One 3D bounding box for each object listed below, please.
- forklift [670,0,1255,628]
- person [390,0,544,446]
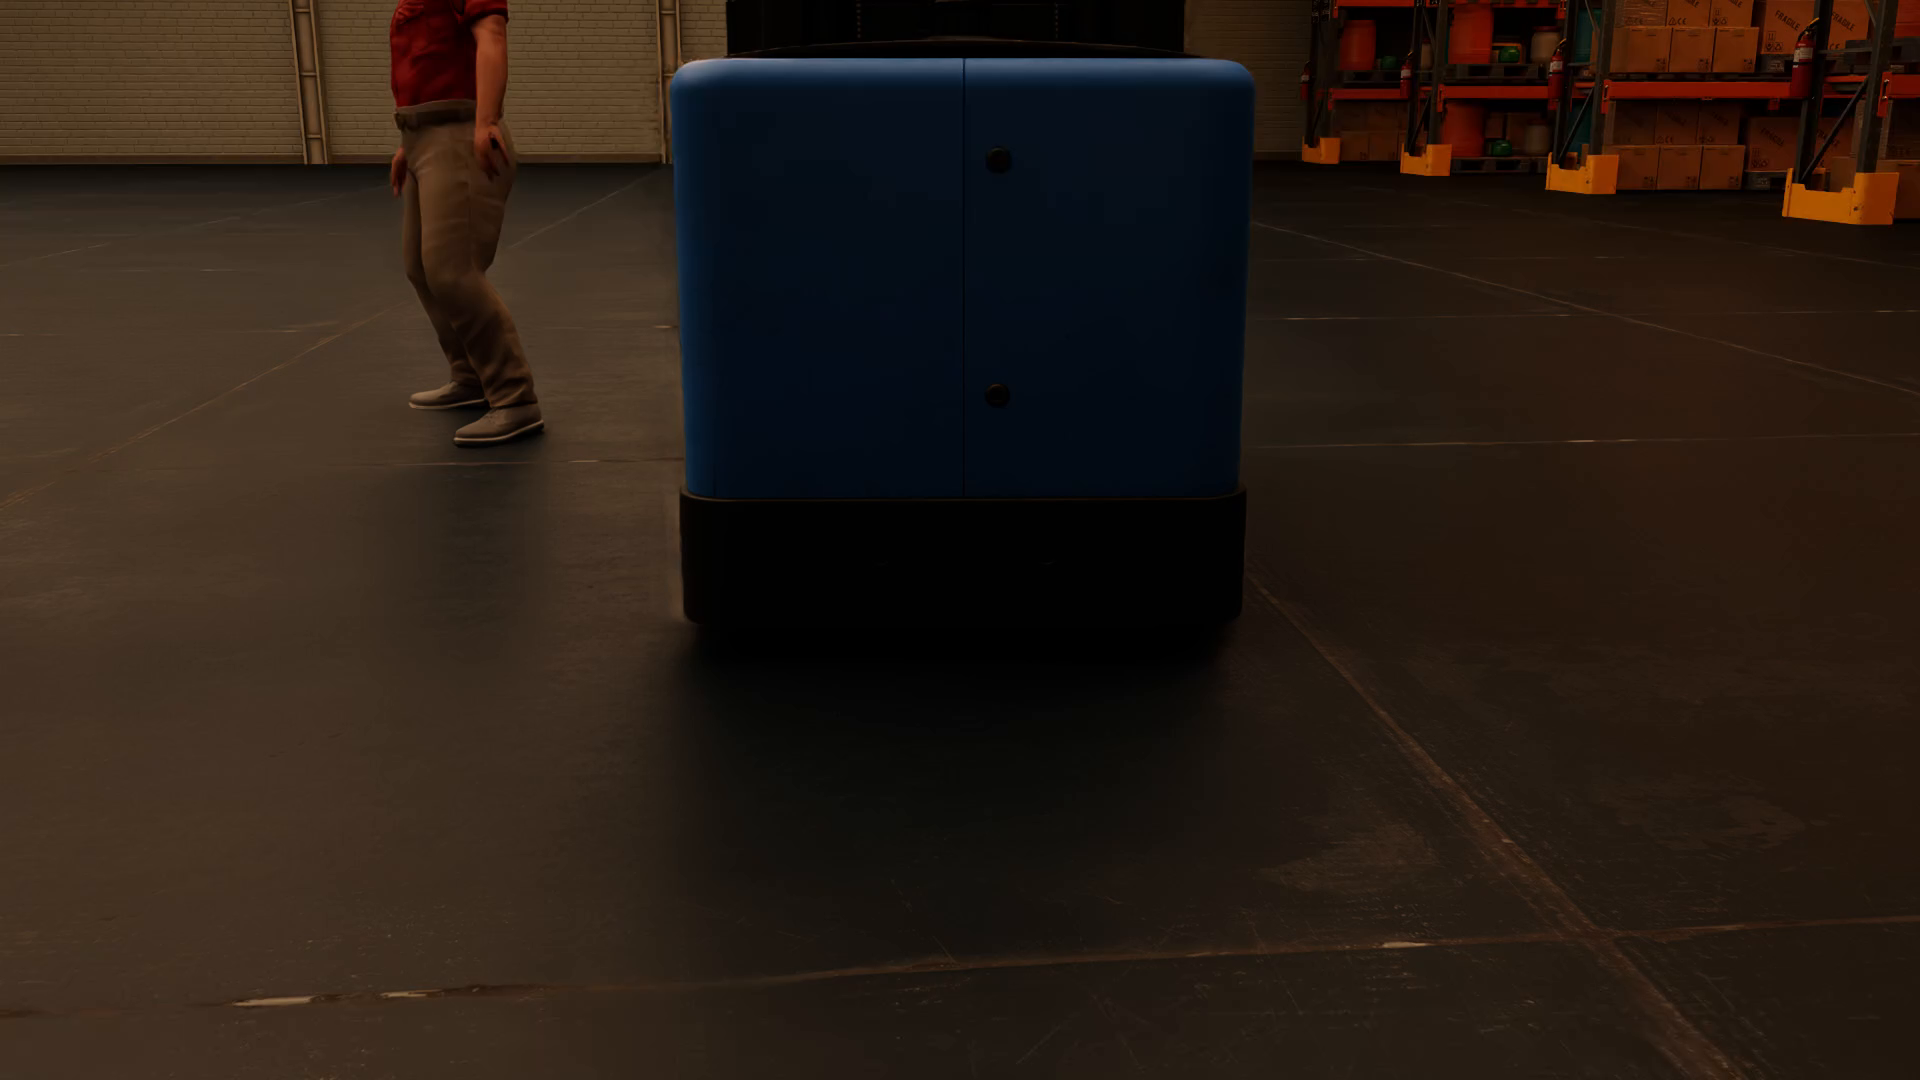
[{"bbox_3d":[-0.015,-1.573,4.154,1.130,2.935,3.031,0,15,-1],"label":"forklift"},{"bbox_3d":[-1.598,-1.193,5.210,0.369,1.684,0.924,-7,16,-25],"label":"person"}]
